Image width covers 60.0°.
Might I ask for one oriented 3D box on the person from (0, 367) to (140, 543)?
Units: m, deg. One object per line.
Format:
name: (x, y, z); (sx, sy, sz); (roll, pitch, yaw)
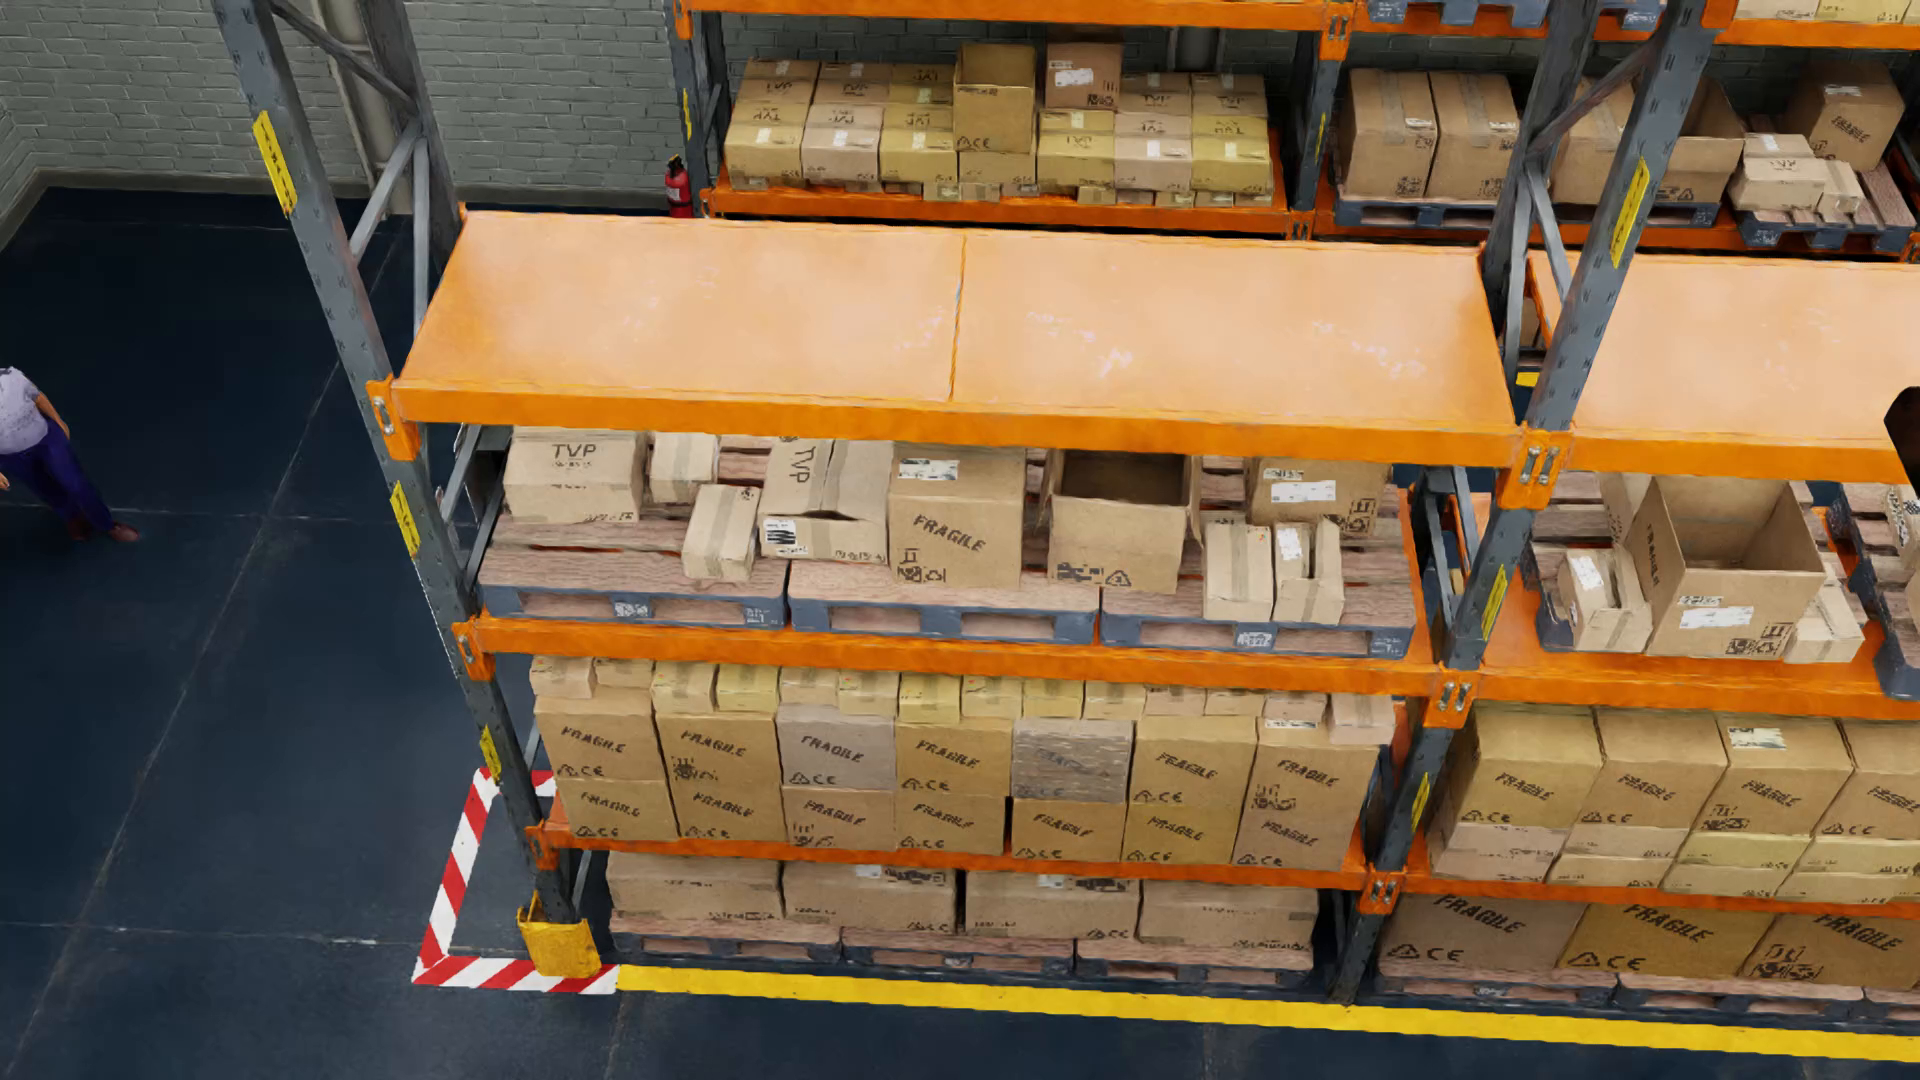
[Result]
person: (-5.668, -0.571, 10.171); (0.606, 1.672, 0.470); (-24, 52, -21)
